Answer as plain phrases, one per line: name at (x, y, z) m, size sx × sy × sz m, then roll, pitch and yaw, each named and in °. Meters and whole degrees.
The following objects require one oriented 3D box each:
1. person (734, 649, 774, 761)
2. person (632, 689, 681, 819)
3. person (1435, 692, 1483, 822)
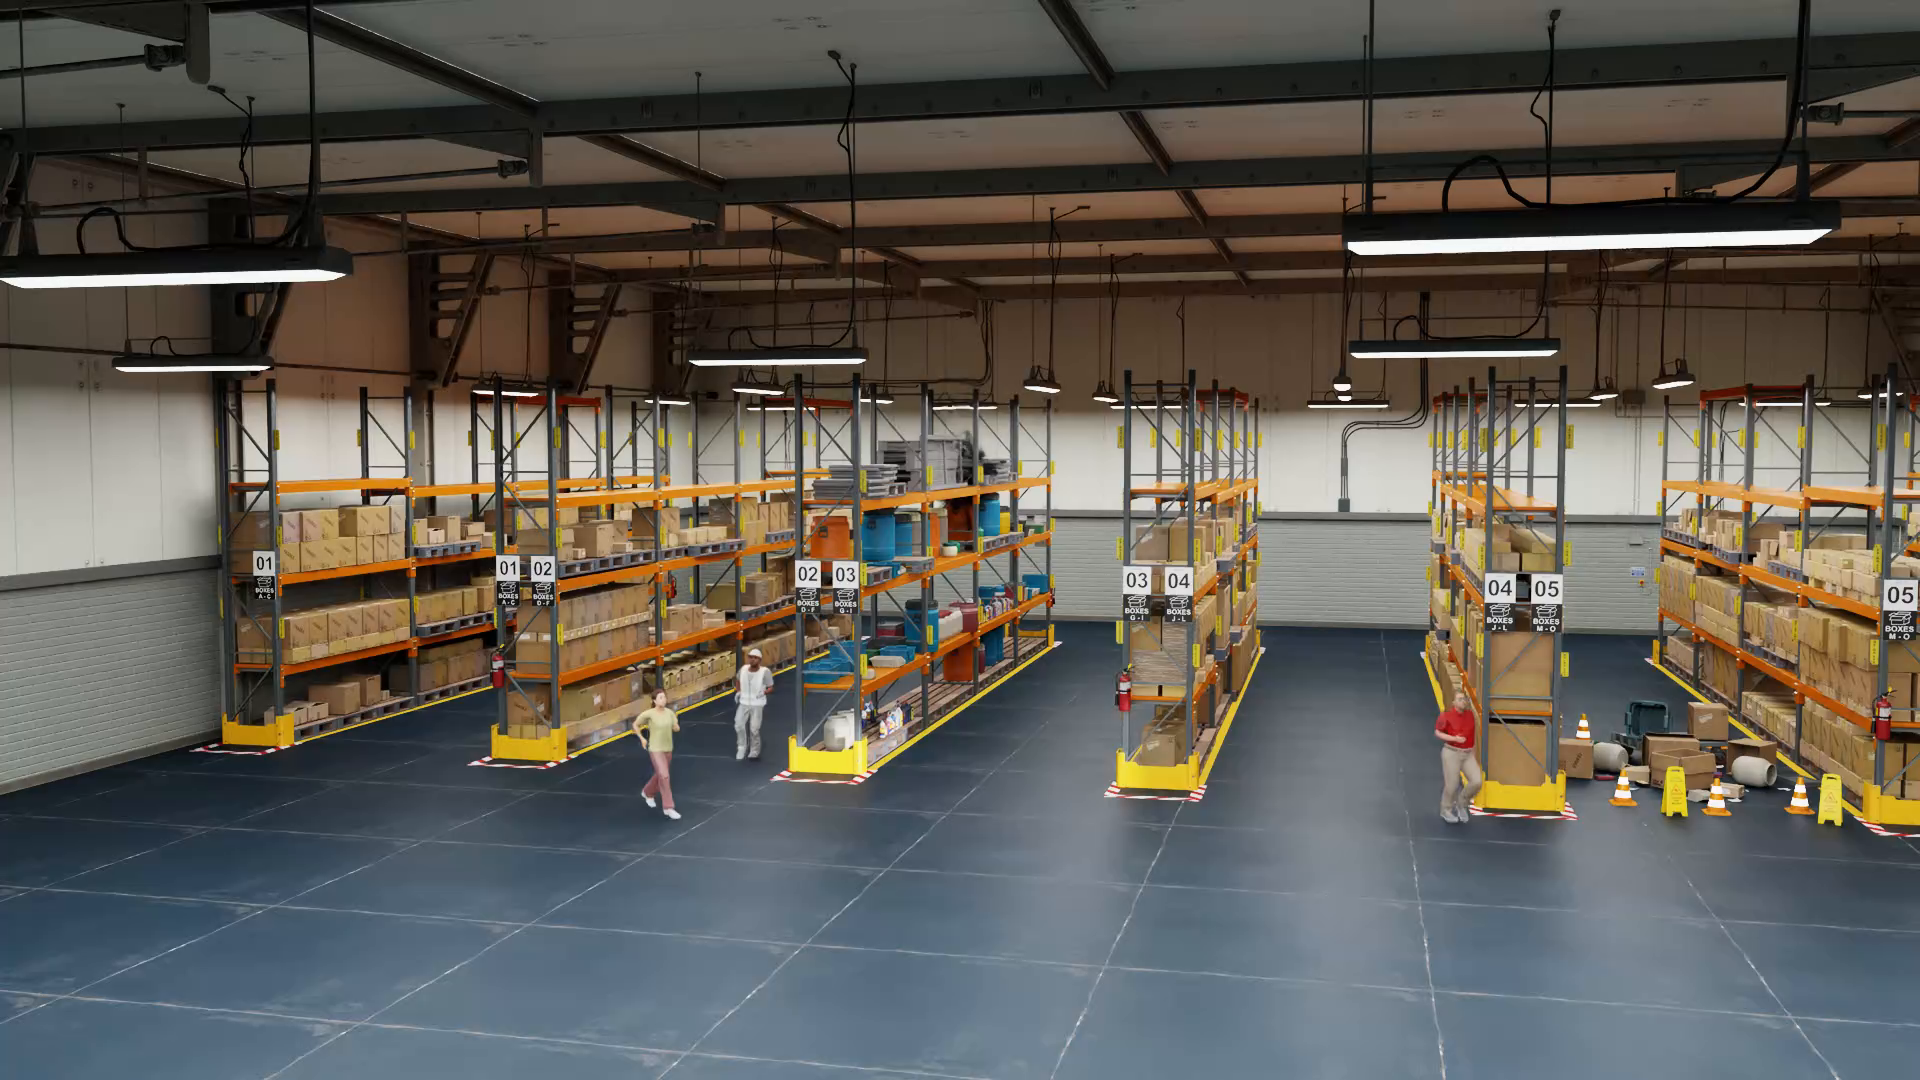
person at (-3.245, 2.578, 25.898) m, size 0.675 × 1.760 × 0.654 m, roll 1°, pitch 3°, yaw 9°
person at (-3.987, 2.811, 22.134) m, size 0.957 × 1.666 × 0.569 m, roll 3°, pitch 5°, yaw 42°
person at (6.547, 2.858, 21.731) m, size 0.671 × 1.735 × 0.622 m, roll -1°, pitch 4°, yaw -15°
